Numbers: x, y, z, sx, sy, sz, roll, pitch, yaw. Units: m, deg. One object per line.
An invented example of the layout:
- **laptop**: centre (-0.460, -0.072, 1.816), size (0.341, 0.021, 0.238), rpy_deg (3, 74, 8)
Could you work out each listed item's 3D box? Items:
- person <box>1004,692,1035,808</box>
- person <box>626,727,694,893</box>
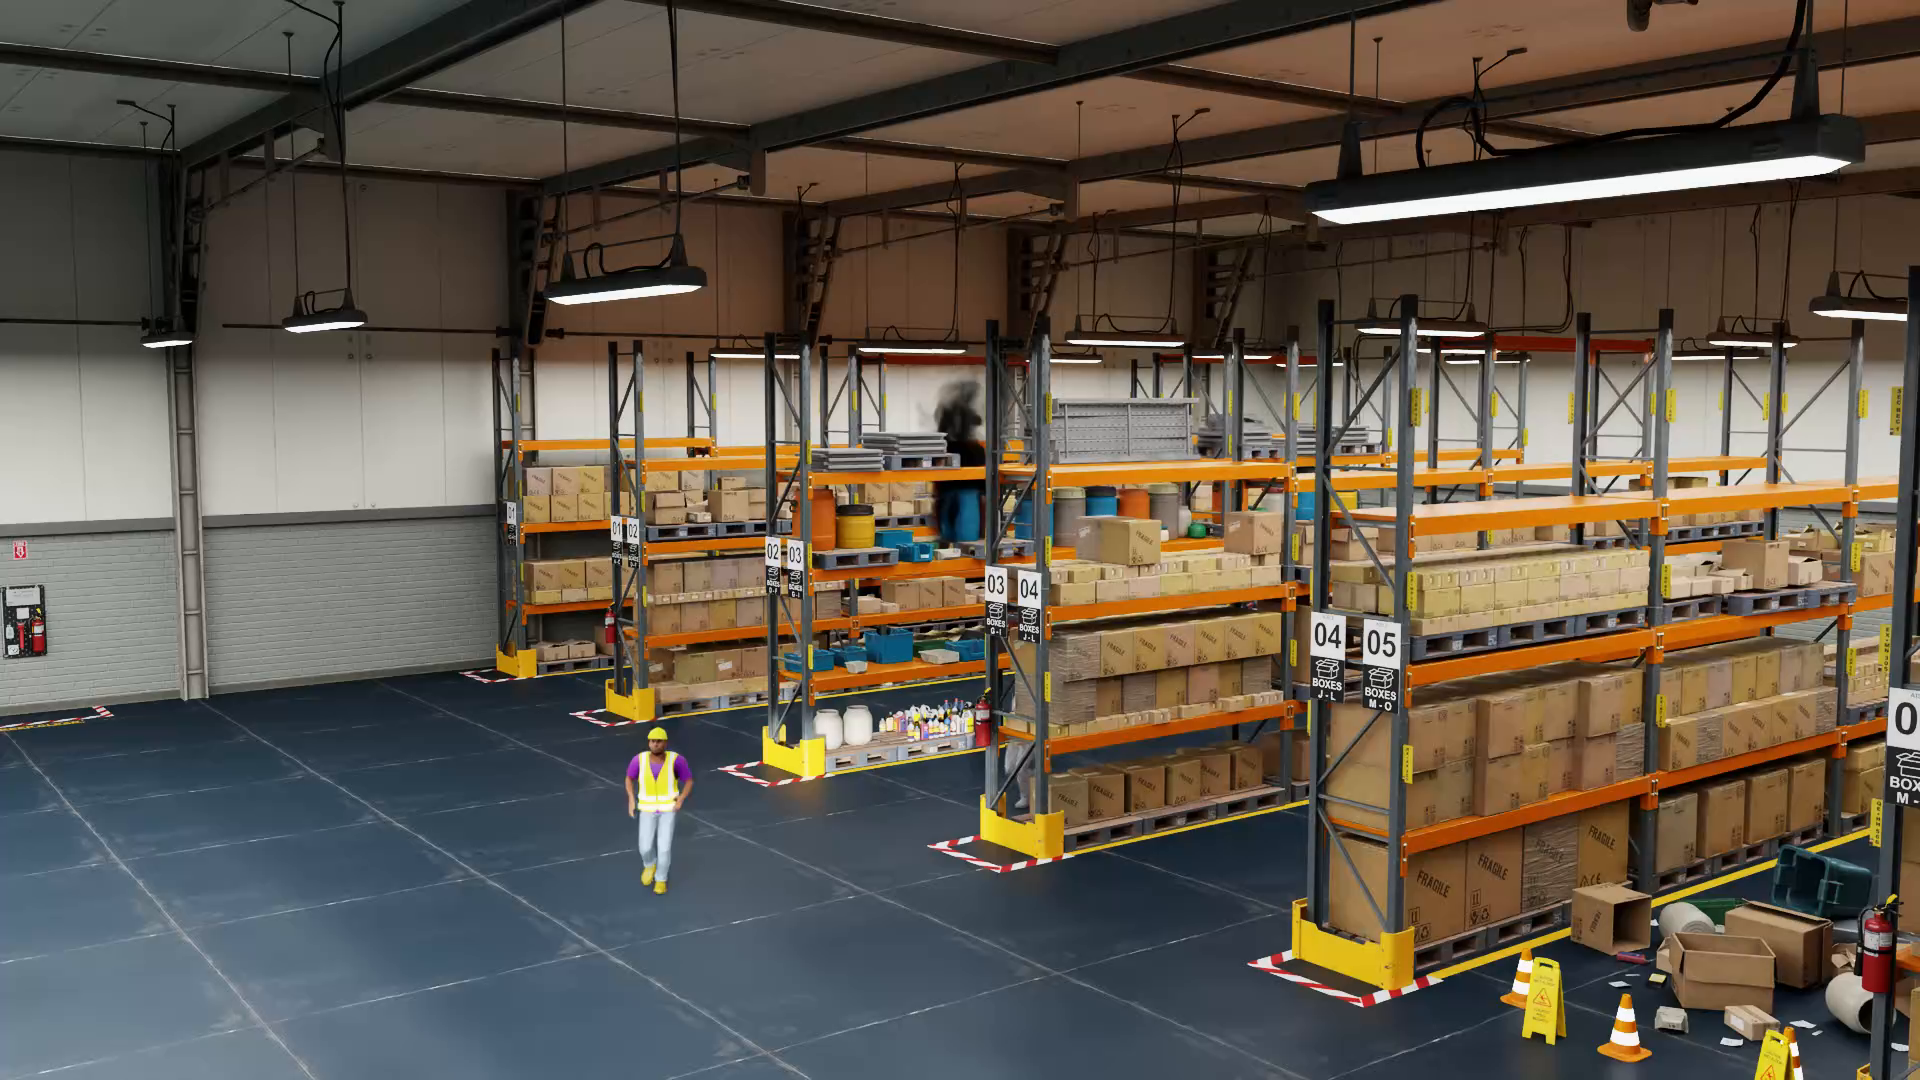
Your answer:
- **person**: centre (0.835, 2.476, 20.854), size (0.538, 1.736, 0.676), rpy_deg (-4, 6, -38)
- **person**: centre (-3.111, 2.791, 17.204), size (0.710, 1.730, 0.573), rpy_deg (0, 5, -6)
